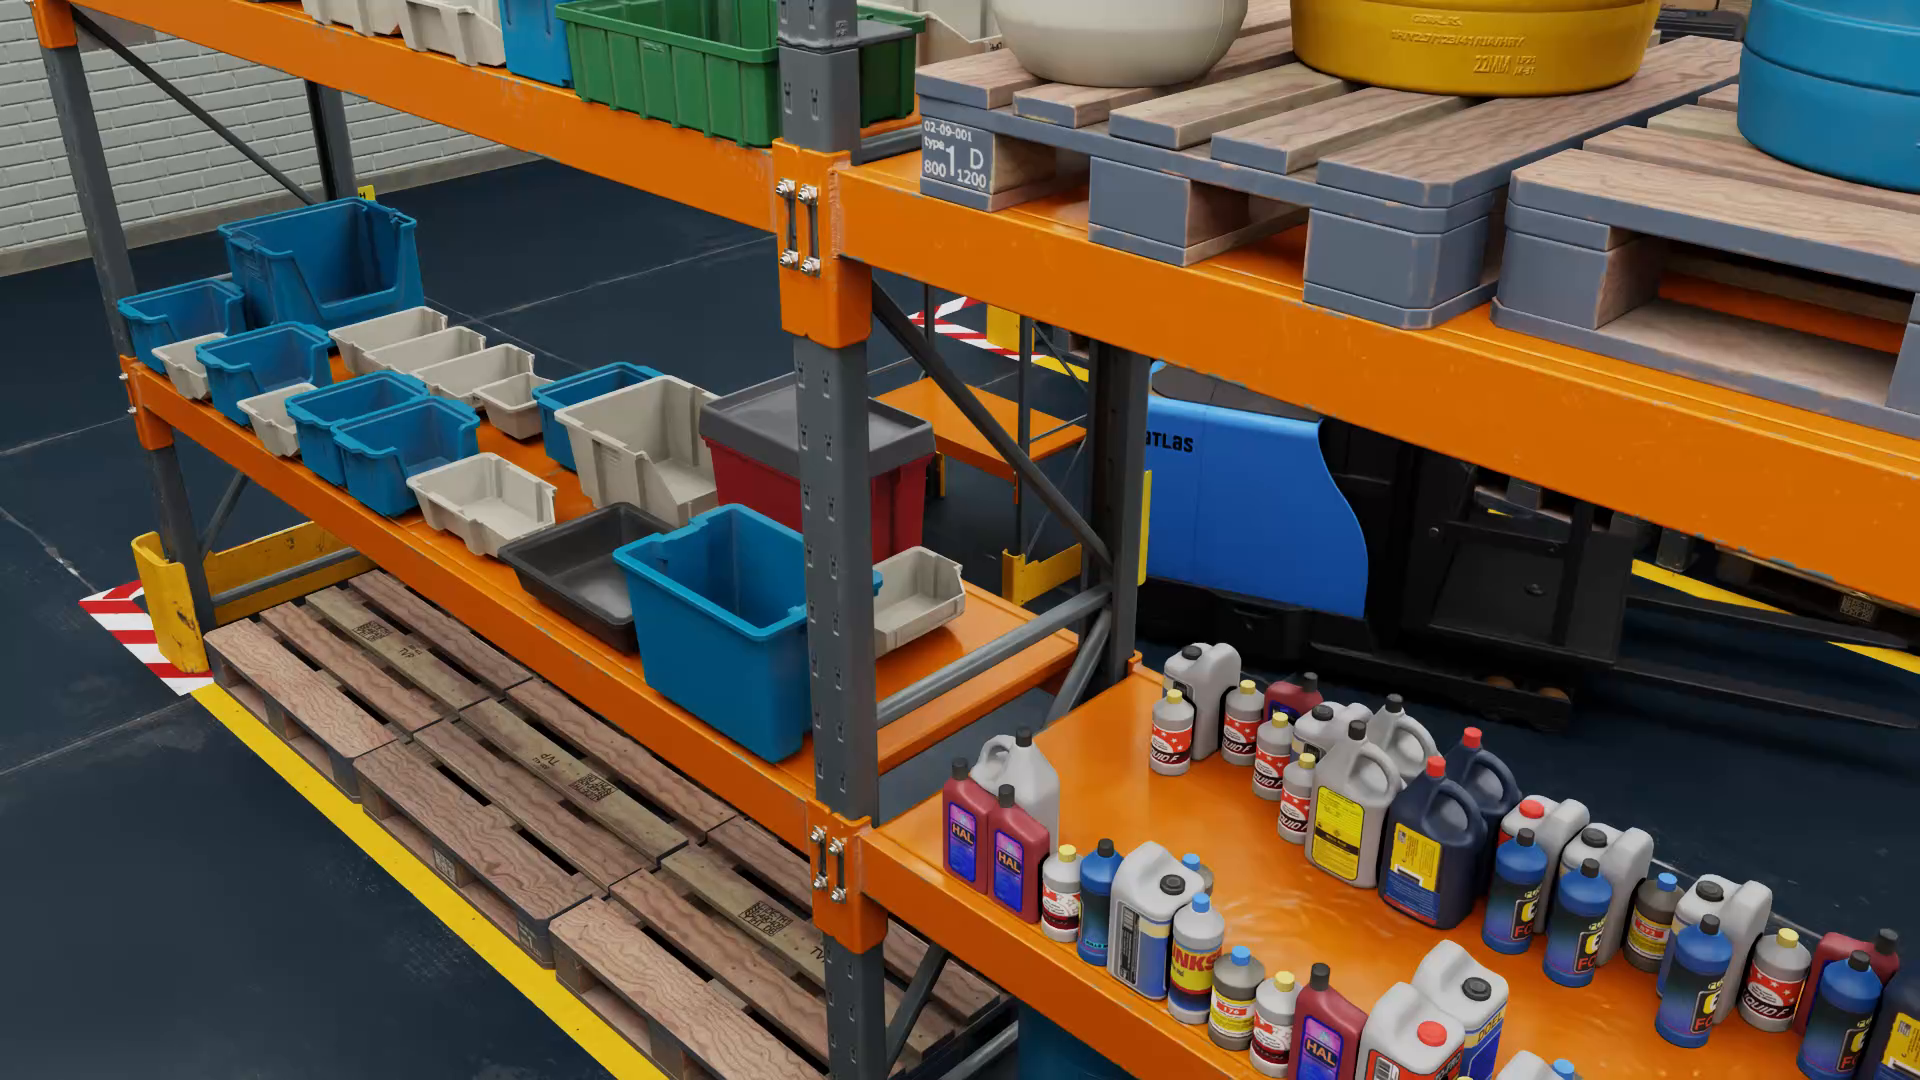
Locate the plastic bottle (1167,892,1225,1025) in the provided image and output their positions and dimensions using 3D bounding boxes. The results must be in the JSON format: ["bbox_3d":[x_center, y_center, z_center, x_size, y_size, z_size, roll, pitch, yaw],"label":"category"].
[{"bbox_3d":[0.451,0.788,3.167,0.097,0.271,0.097,0,28,0],"label":"plastic bottle"}]

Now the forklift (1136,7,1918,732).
[{"bbox_3d":[2.193,-0.847,6.212,3.031,2.935,1.130,12,30,21],"label":"forklift"}]

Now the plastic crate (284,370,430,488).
[{"bbox_3d":[-1.905,-0.351,5.310,0.300,0.233,0.416,25,36,38],"label":"plastic crate"}]

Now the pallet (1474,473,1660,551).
[{"bbox_3d":[3.048,-0.397,8.277,1.213,0.211,1.003,25,36,38],"label":"pallet"}]

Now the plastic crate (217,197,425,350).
[{"bbox_3d":[-2.419,-1.013,6.351,0.499,0.435,0.616,25,36,38],"label":"plastic crate"}]

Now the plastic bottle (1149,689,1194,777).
[{"bbox_3d":[0.497,0.444,3.897,0.097,0.201,0.097,0,28,0],"label":"plastic bottle"}]

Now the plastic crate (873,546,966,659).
[{"bbox_3d":[-0.168,0.178,4.408,0.243,0.136,0.396,25,36,38],"label":"plastic crate"}]

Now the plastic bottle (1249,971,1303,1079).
[{"bbox_3d":[0.590,0.882,3.063,0.097,0.201,0.097,0,28,0],"label":"plastic bottle"}]

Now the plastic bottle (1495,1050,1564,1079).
[{"bbox_3d":[0.952,0.997,2.764,0.135,0.276,0.152,25,36,38],"label":"plastic bottle"}]

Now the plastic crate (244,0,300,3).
[{"bbox_3d":[-1.892,-1.729,4.658,0.767,0.338,0.504,25,36,38],"label":"plastic crate"}]

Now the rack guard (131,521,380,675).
[{"bbox_3d":[-2.815,0.085,7.052,0.348,0.500,1.175,25,36,38],"label":"rack guard"}]

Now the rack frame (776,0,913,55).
[{"bbox_3d":[0.063,-2.368,2.585,0.127,3.000,1.000,25,36,38],"label":"rack frame"}]

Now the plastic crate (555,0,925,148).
[{"bbox_3d":[-0.451,-0.985,3.404,0.662,0.188,0.450,25,36,38],"label":"plastic crate"}]

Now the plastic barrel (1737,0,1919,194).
[{"bbox_3d":[1.388,-0.942,2.106,0.708,0.901,0.600,25,36,38],"label":"plastic barrel"}]

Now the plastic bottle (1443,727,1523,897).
[{"bbox_3d":[1.080,0.560,3.514,0.185,0.351,0.144,25,36,38],"label":"plastic bottle"}]

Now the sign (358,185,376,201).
[{"bbox_3d":[-2.415,-1.278,6.783,0.005,0.325,0.100,25,36,38],"label":"sign"}]

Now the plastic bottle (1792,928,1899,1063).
[{"bbox_3d":[1.649,0.824,3.086,0.133,0.283,0.061,25,36,38],"label":"plastic bottle"}]

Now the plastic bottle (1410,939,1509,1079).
[{"bbox_3d":[0.893,0.871,3.004,0.135,0.276,0.152,25,36,38],"label":"plastic bottle"}]

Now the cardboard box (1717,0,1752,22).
[{"bbox_3d":[5.467,-3.718,11.171,0.500,0.500,0.500,23,36,37],"label":"cardboard box"}]

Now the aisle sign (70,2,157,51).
[{"bbox_3d":[-3.049,-2.094,5.715,0.004,0.787,0.394,25,36,38],"label":"aisle sign"}]

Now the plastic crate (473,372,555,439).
[{"bbox_3d":[-1.444,-0.449,5.601,0.250,0.136,0.298,25,36,38],"label":"plastic crate"}]

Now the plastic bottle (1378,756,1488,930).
[{"bbox_3d":[0.979,0.608,3.423,0.185,0.351,0.144,25,36,38],"label":"plastic bottle"}]

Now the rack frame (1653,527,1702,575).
[{"bbox_3d":[3.536,-1.357,7.107,0.127,3.000,1.000,25,36,38],"label":"rack frame"}]

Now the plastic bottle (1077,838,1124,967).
[{"bbox_3d":[0.285,0.712,3.311,0.097,0.271,0.097,0,28,0],"label":"plastic bottle"}]

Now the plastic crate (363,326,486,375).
[{"bbox_3d":[-1.884,-0.623,5.930,0.243,0.136,0.396,25,36,38],"label":"plastic crate"}]

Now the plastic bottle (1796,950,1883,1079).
[{"bbox_3d":[1.607,0.861,3.028,0.097,0.271,0.097,0,28,0],"label":"plastic bottle"}]

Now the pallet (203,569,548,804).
[{"bbox_3d":[-2.228,0.498,6.576,1.213,0.211,1.003,25,36,38],"label":"pallet"}]

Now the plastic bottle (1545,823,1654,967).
[{"bbox_3d":[1.287,0.691,3.346,0.135,0.276,0.152,25,36,38],"label":"plastic bottle"}]

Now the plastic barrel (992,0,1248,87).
[{"bbox_3d":[0.263,-1.032,2.669,0.433,0.535,0.433,0,28,0],"label":"plastic barrel"}]

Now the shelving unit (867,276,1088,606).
[{"bbox_3d":[0.054,-0.639,7.354,1.083,1.500,0.587,25,36,38],"label":"shelving unit"}]

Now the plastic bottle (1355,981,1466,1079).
[{"bbox_3d":[0.787,0.922,2.908,0.135,0.276,0.152,25,36,38],"label":"plastic bottle"}]

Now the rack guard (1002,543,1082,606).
[{"bbox_3d":[0.409,0.077,7.335,0.087,0.250,0.587,25,36,38],"label":"rack guard"}]

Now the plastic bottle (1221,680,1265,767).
[{"bbox_3d":[0.673,0.425,3.932,0.097,0.201,0.097,0,28,0],"label":"plastic bottle"}]

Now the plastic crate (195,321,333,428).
[{"bbox_3d":[-2.374,-0.566,5.719,0.300,0.233,0.416,25,36,38],"label":"plastic crate"}]

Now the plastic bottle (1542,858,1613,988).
[{"bbox_3d":[1.213,0.740,3.257,0.097,0.271,0.097,0,28,0],"label":"plastic bottle"}]

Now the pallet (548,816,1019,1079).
[{"bbox_3d":[-0.488,1.294,5.062,1.213,0.211,1.003,25,36,38],"label":"pallet"}]

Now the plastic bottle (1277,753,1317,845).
[{"bbox_3d":[0.757,0.563,3.670,0.097,0.201,0.097,0,28,0],"label":"plastic bottle"}]

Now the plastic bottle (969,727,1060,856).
[{"bbox_3d":[0.116,0.544,3.545,0.185,0.351,0.144,25,36,38],"label":"plastic bottle"}]

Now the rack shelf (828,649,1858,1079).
[{"bbox_3d":[1.489,1.258,2.907,4.000,0.370,1.077,25,36,38],"label":"rack shelf"}]

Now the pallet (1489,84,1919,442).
[{"bbox_3d":[1.502,-0.365,2.200,1.213,0.211,1.003,25,36,38],"label":"pallet"}]

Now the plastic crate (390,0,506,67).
[{"bbox_3d":[-1.110,-1.213,3.893,0.466,0.136,0.293,25,36,38],"label":"plastic crate"}]

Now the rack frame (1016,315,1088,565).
[{"bbox_3d":[0.423,-0.470,7.033,0.032,1.500,0.500,25,36,38],"label":"rack frame"}]

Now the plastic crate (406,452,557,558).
[{"bbox_3d":[-1.389,-0.091,4.919,0.466,0.136,0.293,25,36,38],"label":"plastic crate"}]

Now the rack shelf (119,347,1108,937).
[{"bbox_3d":[-1.363,-0.047,5.390,4.000,0.370,1.077,25,36,38],"label":"rack shelf"}]

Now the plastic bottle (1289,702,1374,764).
[{"bbox_3d":[0.831,0.482,3.743,0.135,0.276,0.152,25,36,38],"label":"plastic bottle"}]

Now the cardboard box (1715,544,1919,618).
[{"bbox_3d":[4.006,-0.400,7.119,0.875,0.875,1.225,25,36,39],"label":"cardboard box"}]

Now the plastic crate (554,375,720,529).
[{"bbox_3d":[-0.896,-0.246,5.059,0.530,0.282,0.437,25,36,38],"label":"plastic crate"}]

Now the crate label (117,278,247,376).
[{"bbox_3d":[-2.844,-0.781,6.127,0.303,0.233,0.416,25,36,38],"label":"crate label"}]

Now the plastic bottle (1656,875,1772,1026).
[{"bbox_3d":[1.452,0.767,3.202,0.135,0.276,0.152,25,36,38],"label":"plastic bottle"}]

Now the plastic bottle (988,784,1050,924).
[{"bbox_3d":[0.121,0.643,3.429,0.133,0.283,0.061,25,36,38],"label":"plastic bottle"}]
